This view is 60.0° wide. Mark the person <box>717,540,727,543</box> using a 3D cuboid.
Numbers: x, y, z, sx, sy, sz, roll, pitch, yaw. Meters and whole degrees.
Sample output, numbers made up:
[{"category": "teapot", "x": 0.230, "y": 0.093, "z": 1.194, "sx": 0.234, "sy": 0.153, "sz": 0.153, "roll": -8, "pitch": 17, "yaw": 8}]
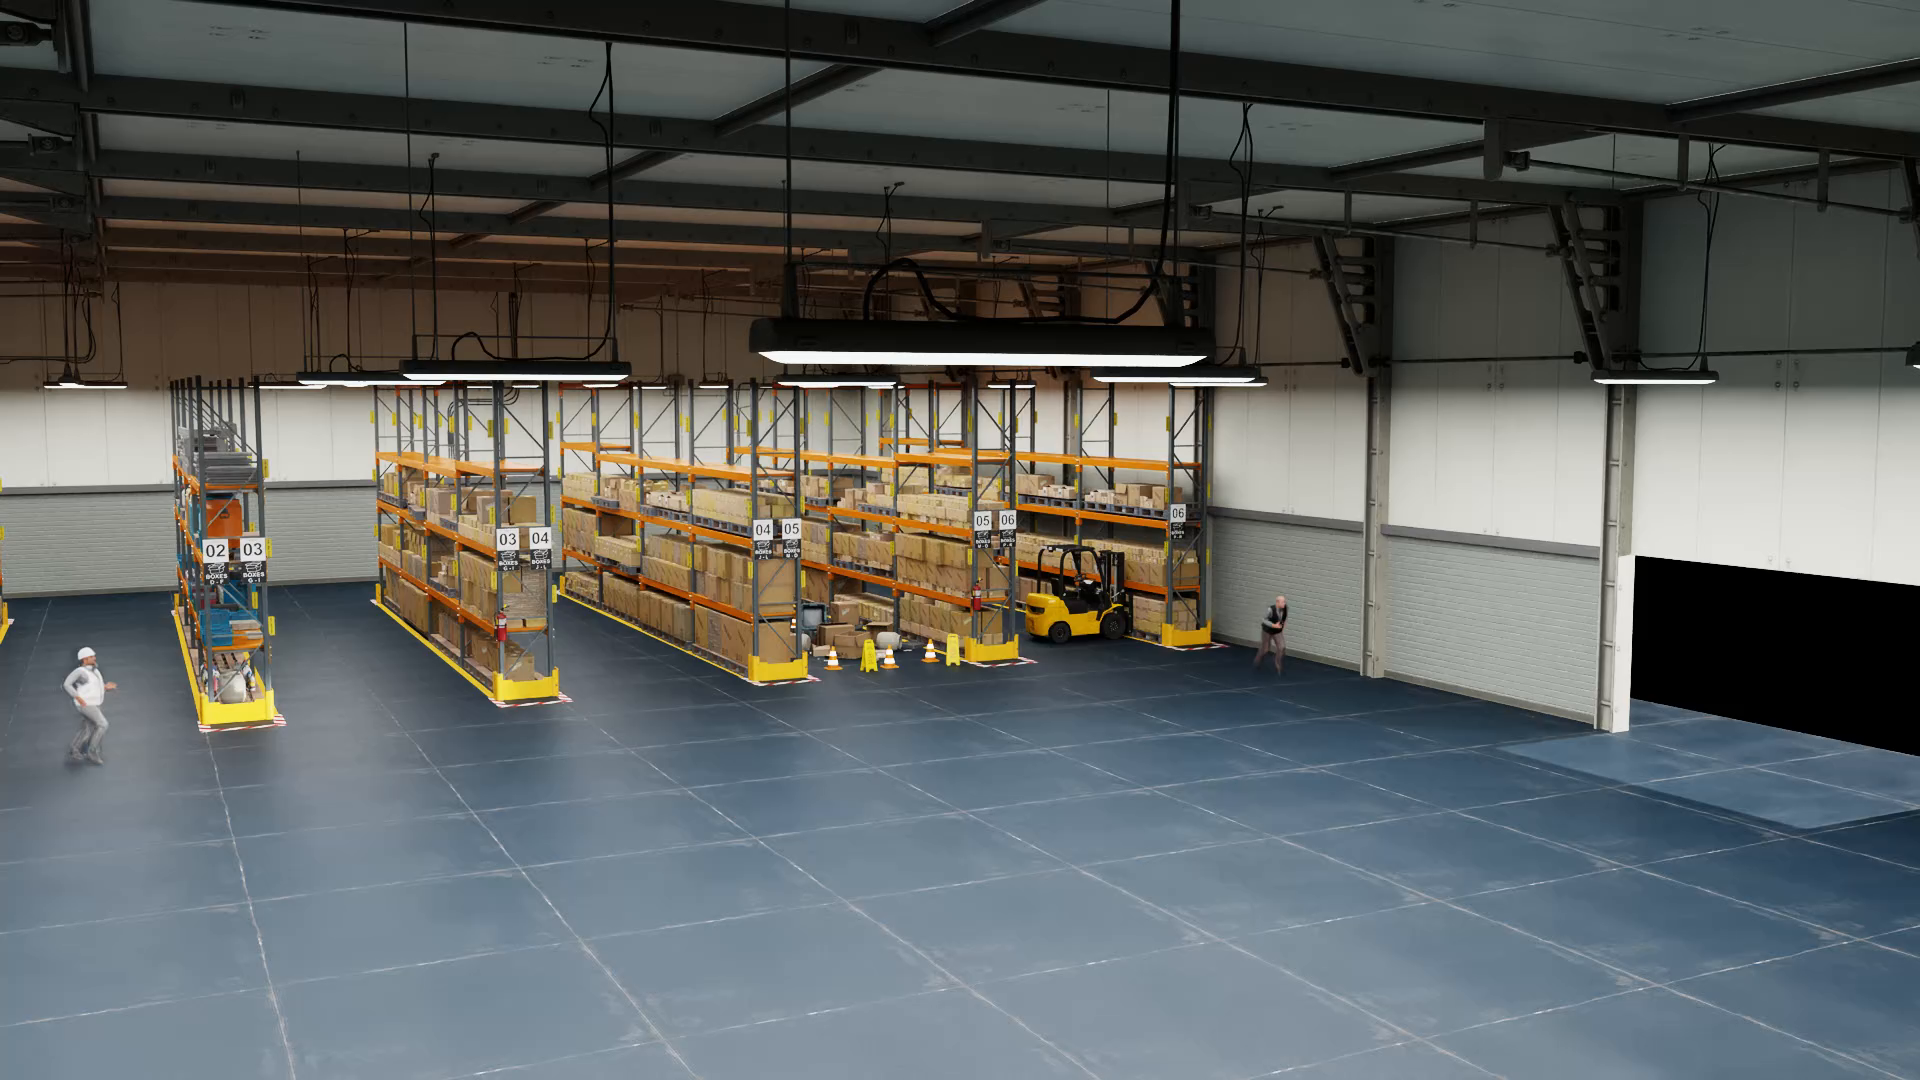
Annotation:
[{"category": "person", "x": -7.026, "y": 0.317, "z": 50.598, "sx": 0.954, "sy": 1.770, "sz": 0.660, "roll": -2, "pitch": 5, "yaw": -22}]

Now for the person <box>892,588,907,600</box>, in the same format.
[{"category": "person", "x": -1.449, "y": 1.011, "z": 43.319, "sx": 0.608, "sy": 1.532, "sz": 0.927, "roll": -3, "pitch": 6, "yaw": -30}]

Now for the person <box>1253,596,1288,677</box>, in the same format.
[{"category": "person", "x": 6.313, "y": 1.931, "z": 33.801, "sx": 0.702, "sy": 1.682, "sz": 0.989, "roll": -2, "pitch": 6, "yaw": -25}]

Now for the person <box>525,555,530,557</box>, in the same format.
[{"category": "person", "x": -11.801, "y": 0.850, "z": 45.630, "sx": 0.594, "sy": 1.702, "sz": 0.682, "roll": -1, "pitch": 5, "yaw": -13}]

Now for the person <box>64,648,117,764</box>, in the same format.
[{"category": "person", "x": -13.439, "y": 2.569, "z": 25.691, "sx": 0.754, "sy": 1.818, "sz": 0.636, "roll": -1, "pitch": 5, "yaw": -7}]
